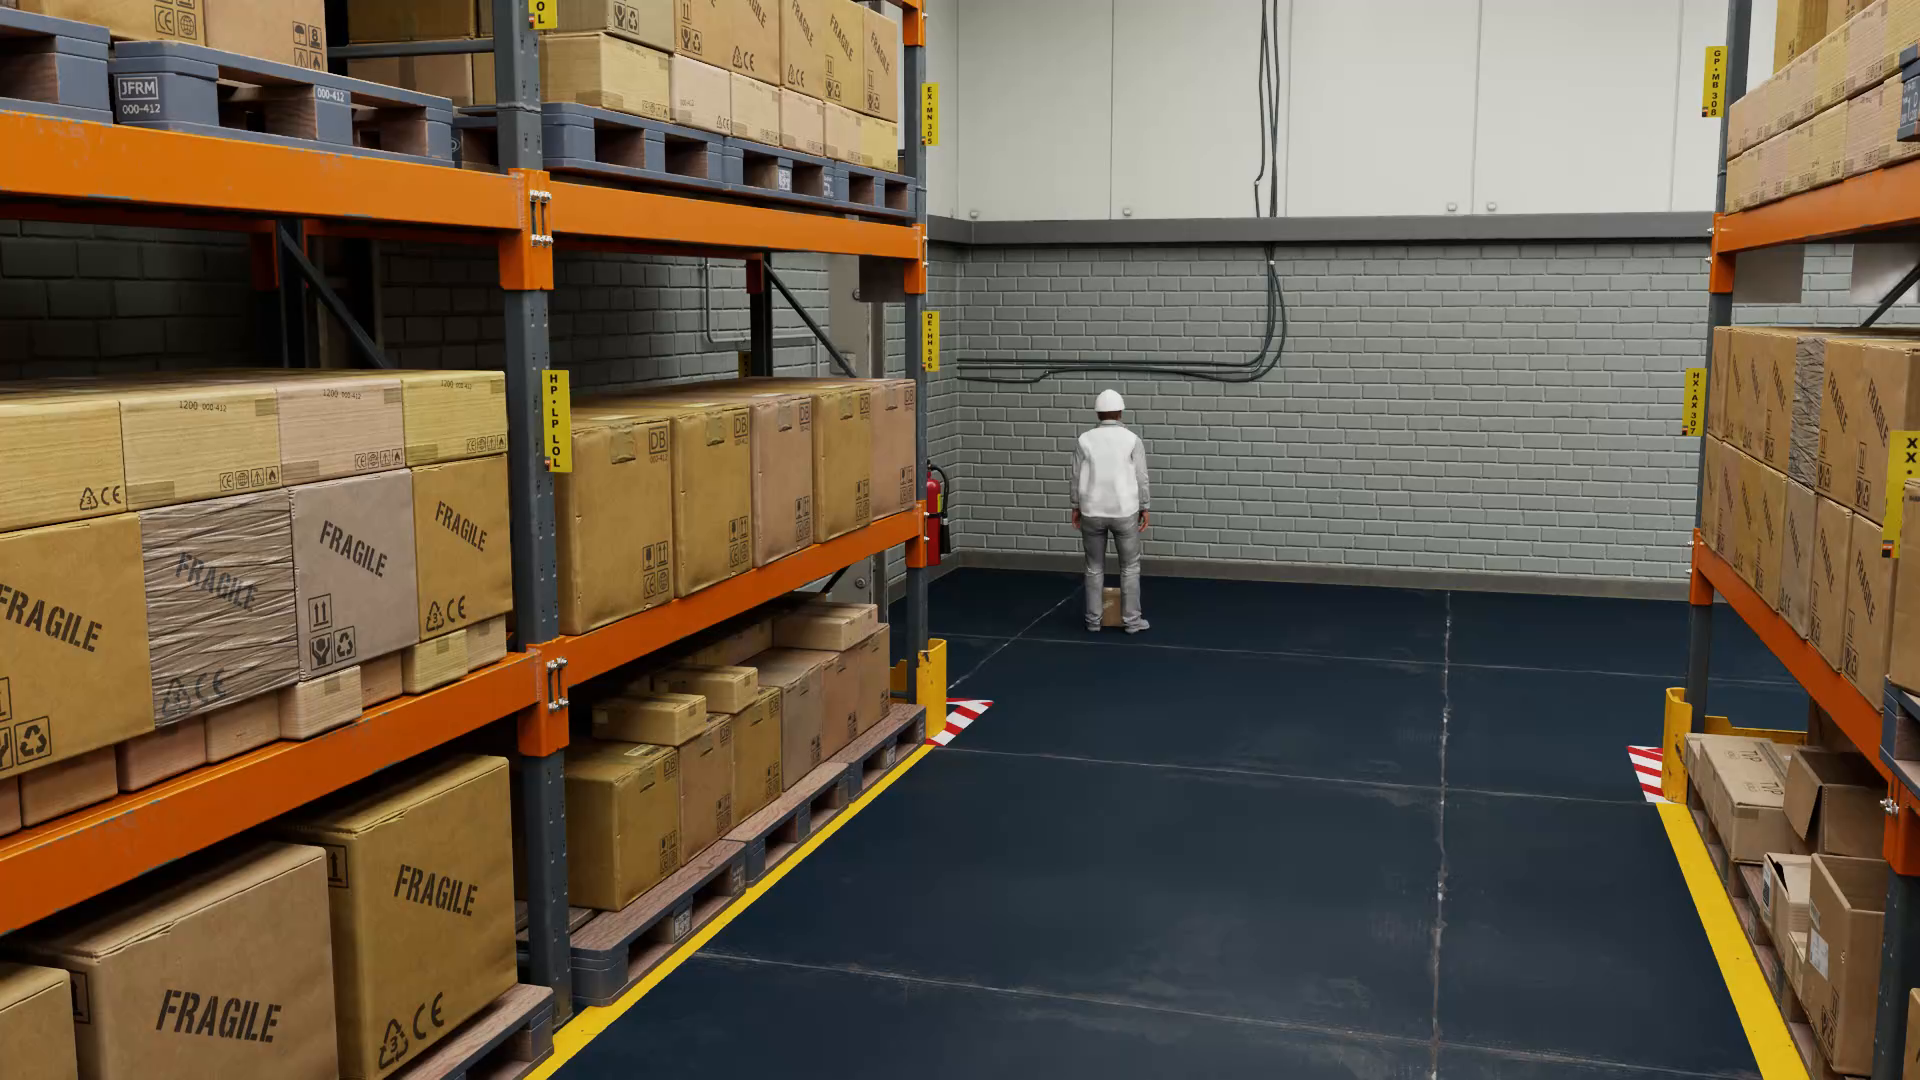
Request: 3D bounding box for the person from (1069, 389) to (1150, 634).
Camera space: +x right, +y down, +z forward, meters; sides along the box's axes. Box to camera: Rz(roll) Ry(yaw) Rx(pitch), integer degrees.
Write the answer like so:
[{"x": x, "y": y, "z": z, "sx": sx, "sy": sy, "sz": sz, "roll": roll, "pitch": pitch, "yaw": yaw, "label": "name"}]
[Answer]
[{"x": 1.098, "y": -0.212, "z": 12.196, "sx": 0.590, "sy": 1.773, "sz": 0.459, "roll": 2, "pitch": 9, "yaw": 14, "label": "person"}]
